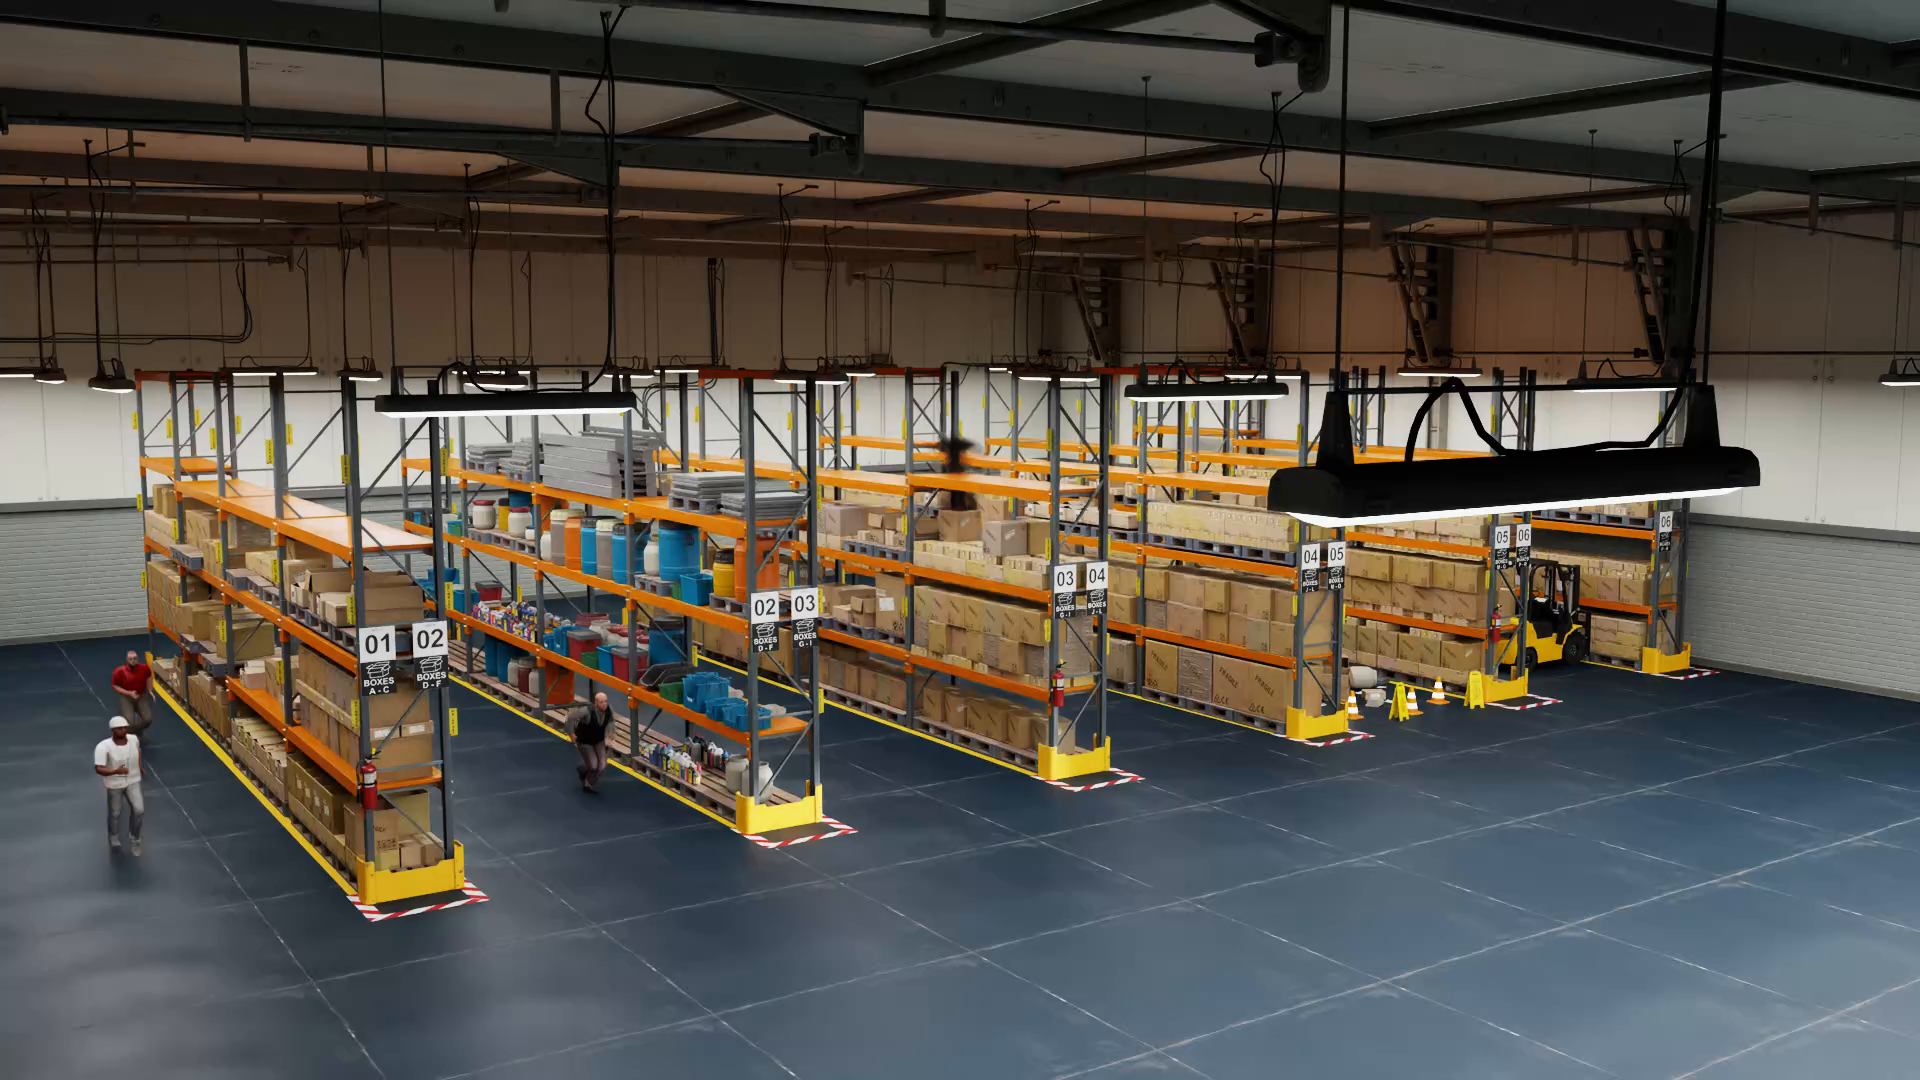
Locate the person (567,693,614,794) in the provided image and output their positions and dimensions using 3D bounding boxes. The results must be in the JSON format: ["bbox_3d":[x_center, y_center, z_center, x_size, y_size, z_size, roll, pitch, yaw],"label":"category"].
[{"bbox_3d":[-5.284,2.902,23.757,0.682,1.543,0.830,-5,8,-39],"label":"person"}]

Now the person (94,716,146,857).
[{"bbox_3d":[-10.538,3.103,20.927,0.653,1.812,0.833,-6,9,-43],"label":"person"}]

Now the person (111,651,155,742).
[{"bbox_3d":[-13.192,2.543,26.544,0.656,1.610,0.776,-6,9,-44],"label":"person"}]
